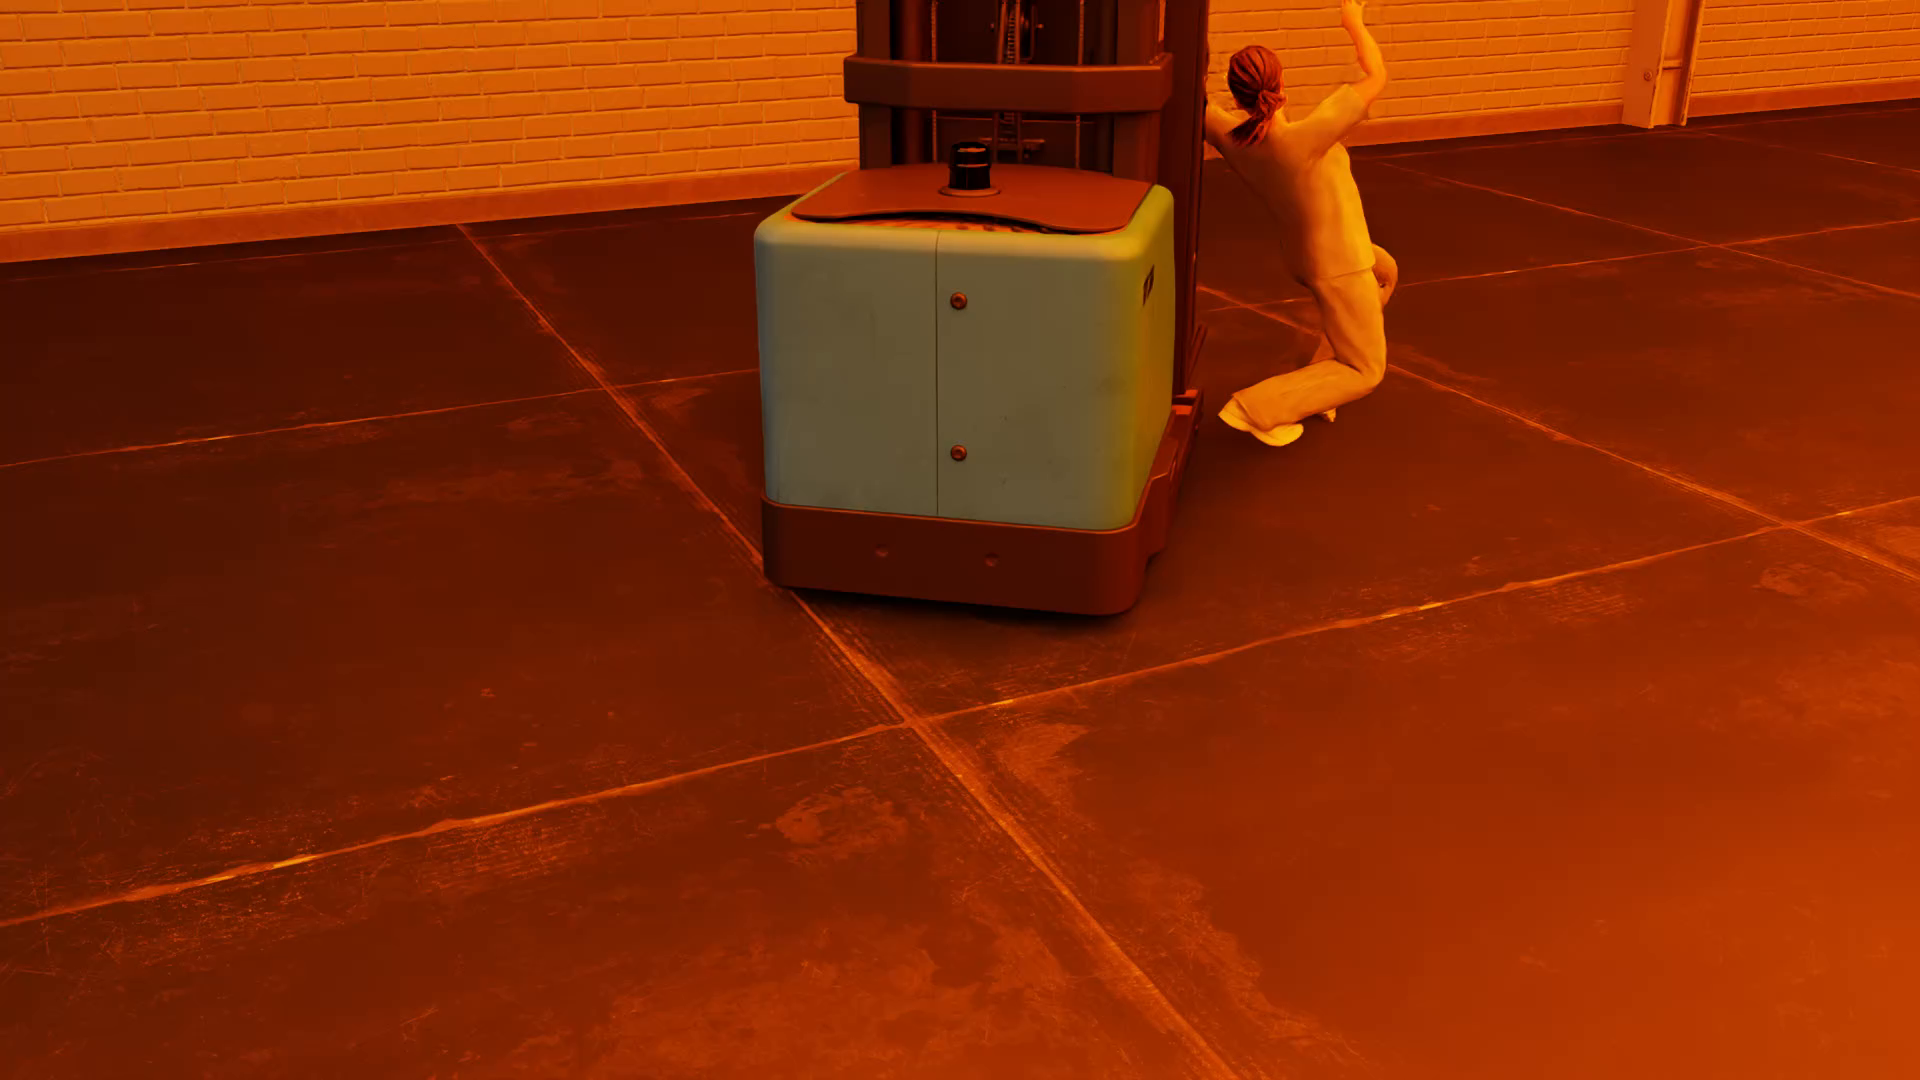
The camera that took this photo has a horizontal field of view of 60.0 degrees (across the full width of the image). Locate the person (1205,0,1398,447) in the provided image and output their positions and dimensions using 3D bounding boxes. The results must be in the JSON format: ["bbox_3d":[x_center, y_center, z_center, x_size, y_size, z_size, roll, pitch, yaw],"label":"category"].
[{"bbox_3d":[1.182,-1.145,5.897,0.810,1.540,0.984,-8,24,-18],"label":"person"}]

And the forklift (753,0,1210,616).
[{"bbox_3d":[0.272,-1.688,5.349,1.130,2.935,3.031,5,23,12],"label":"forklift"}]
